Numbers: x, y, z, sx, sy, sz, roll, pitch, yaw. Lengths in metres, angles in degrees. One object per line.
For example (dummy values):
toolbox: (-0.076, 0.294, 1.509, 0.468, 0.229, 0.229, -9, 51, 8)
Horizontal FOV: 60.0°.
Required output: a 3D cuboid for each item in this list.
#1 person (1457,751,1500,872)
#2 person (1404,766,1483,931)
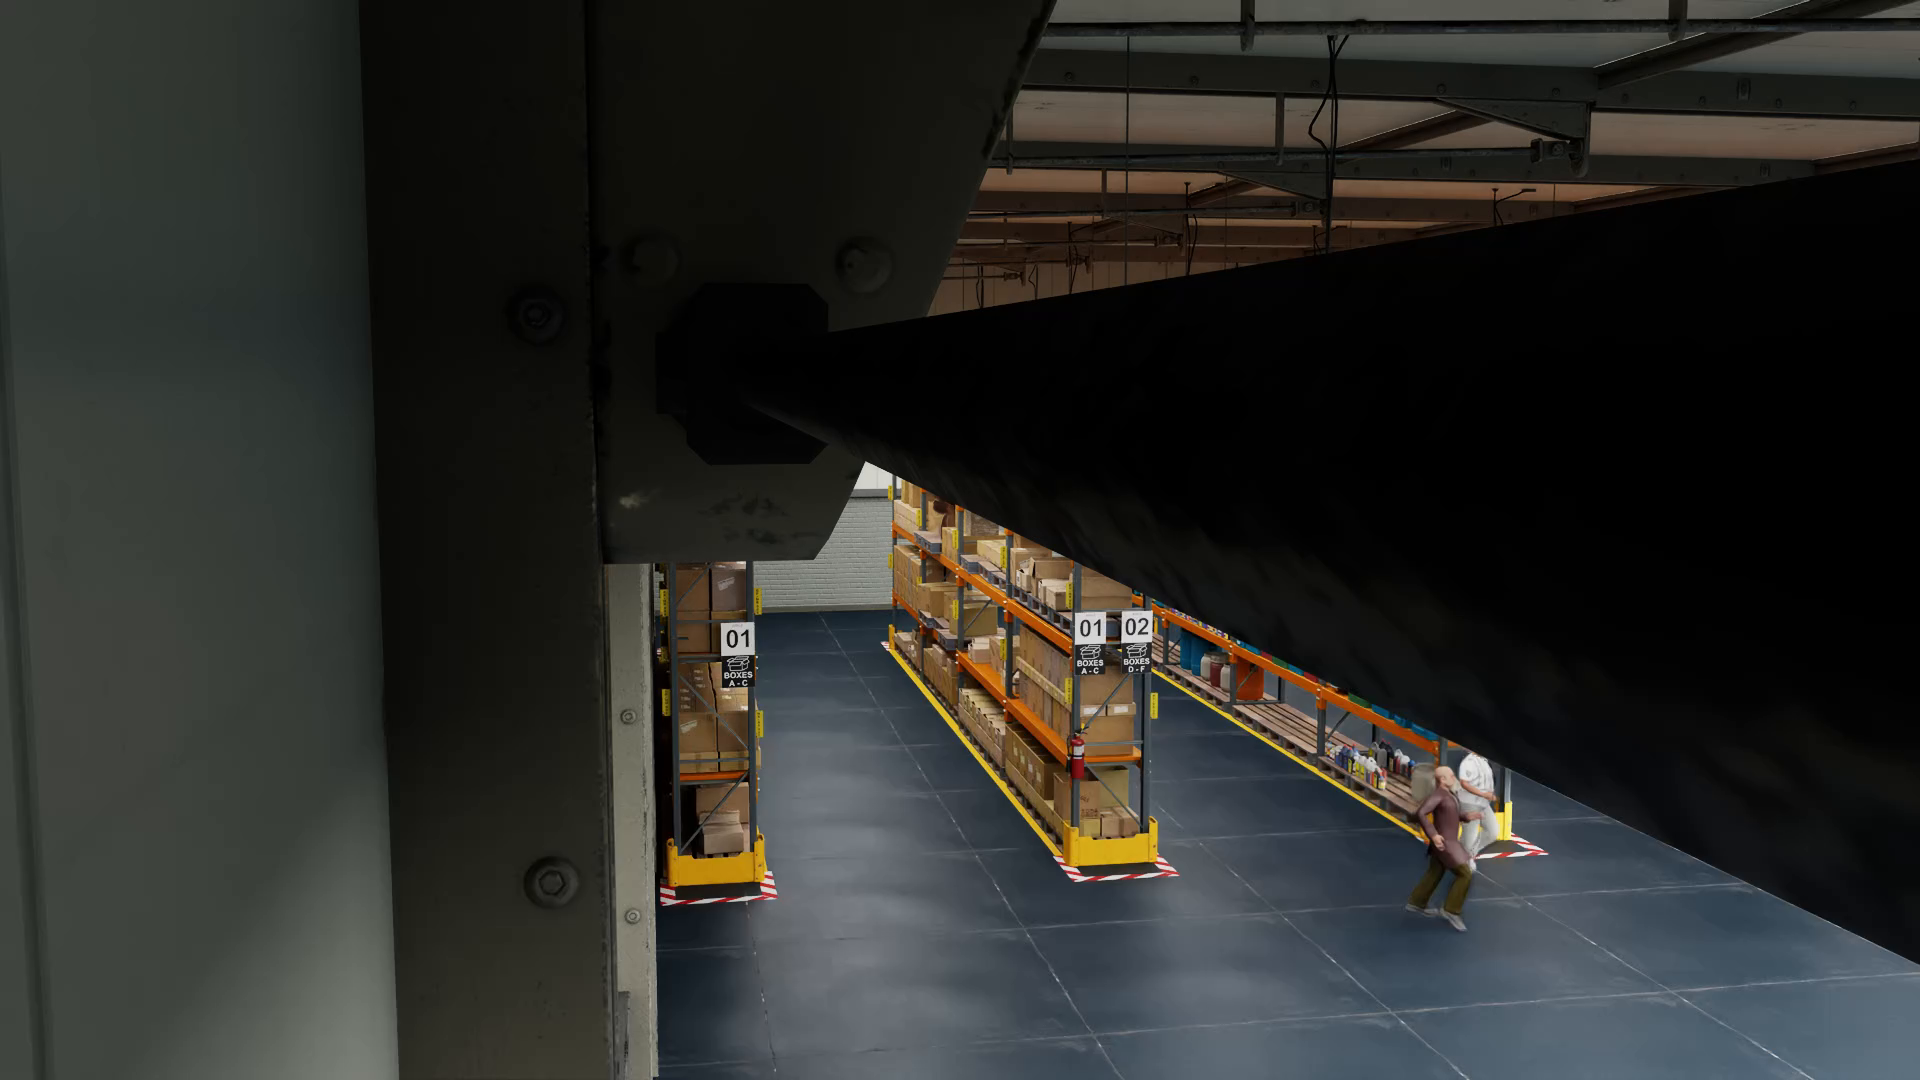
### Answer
person: (6.411, 3.258, 20.555, 0.589, 1.797, 0.710, 5, 8, 41)
person: (5.424, 3.444, 18.631, 0.820, 1.843, 0.674, 2, 6, 16)
